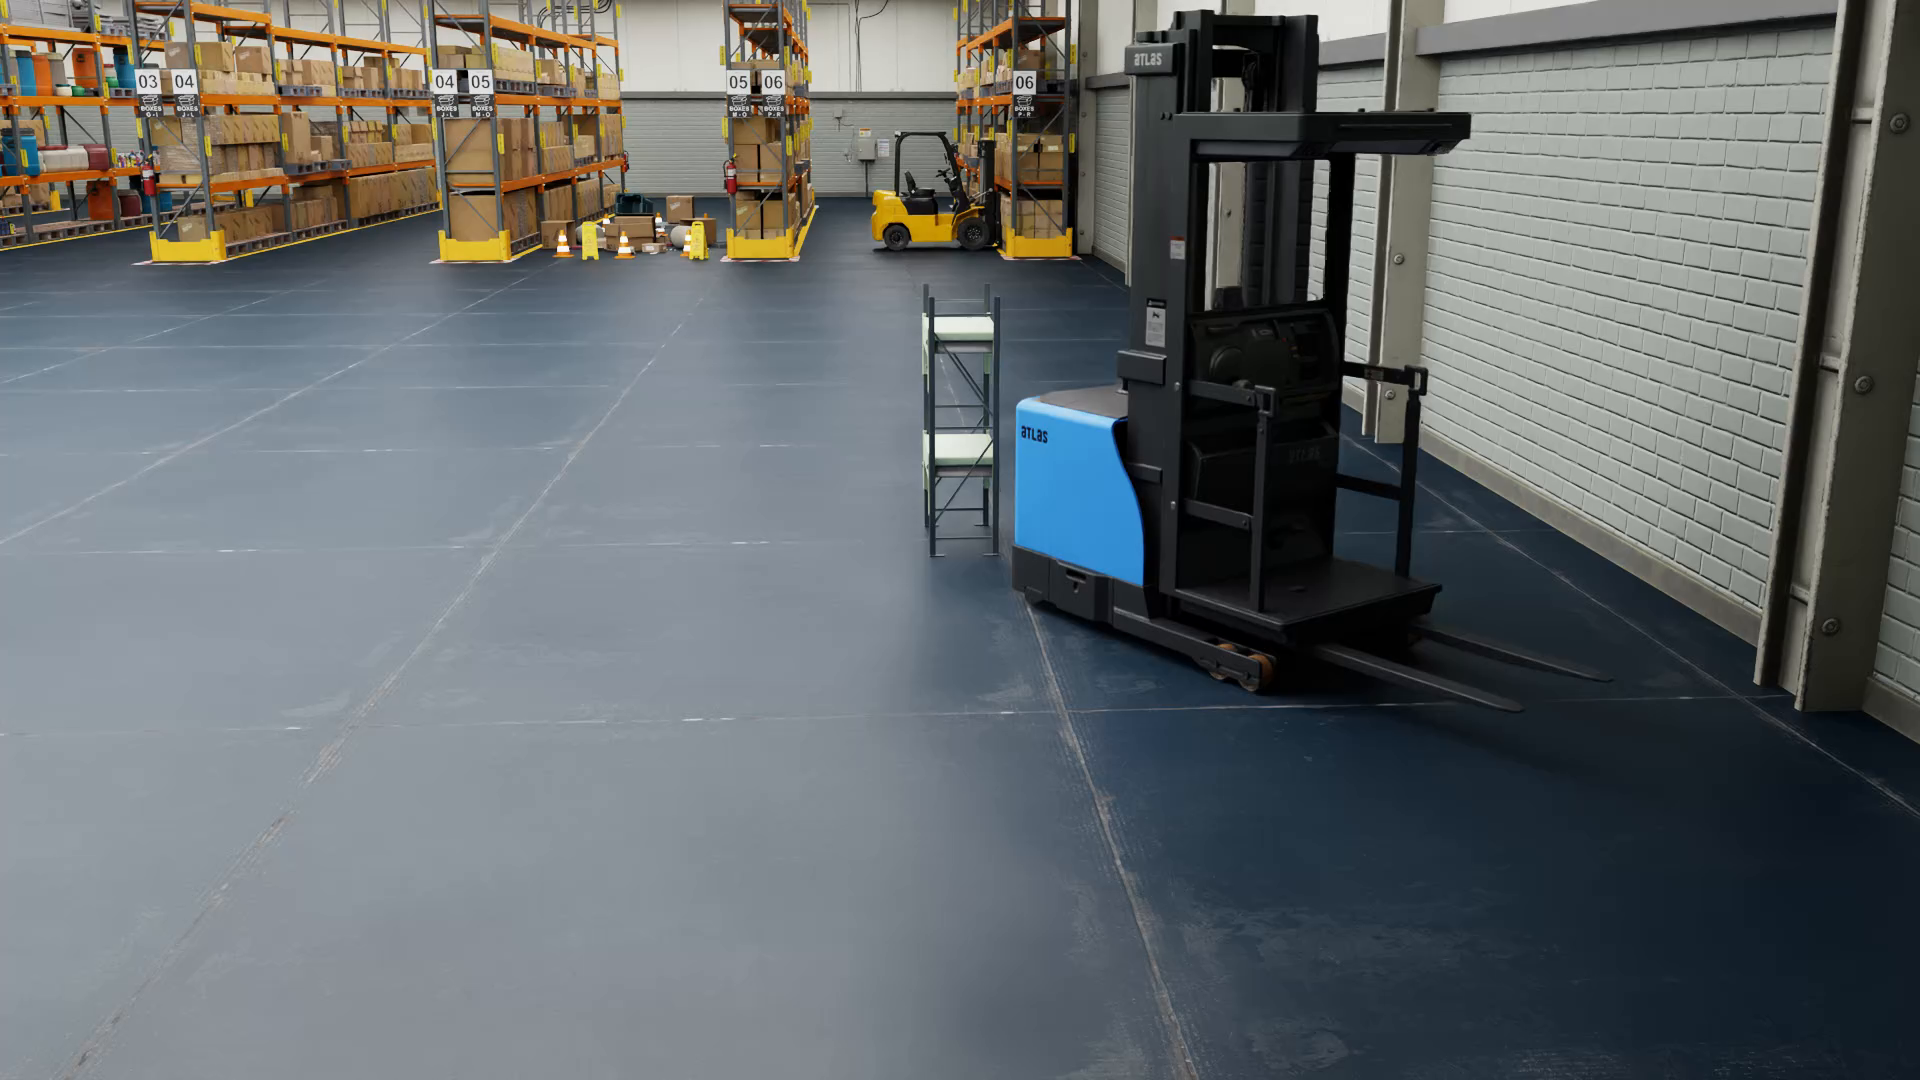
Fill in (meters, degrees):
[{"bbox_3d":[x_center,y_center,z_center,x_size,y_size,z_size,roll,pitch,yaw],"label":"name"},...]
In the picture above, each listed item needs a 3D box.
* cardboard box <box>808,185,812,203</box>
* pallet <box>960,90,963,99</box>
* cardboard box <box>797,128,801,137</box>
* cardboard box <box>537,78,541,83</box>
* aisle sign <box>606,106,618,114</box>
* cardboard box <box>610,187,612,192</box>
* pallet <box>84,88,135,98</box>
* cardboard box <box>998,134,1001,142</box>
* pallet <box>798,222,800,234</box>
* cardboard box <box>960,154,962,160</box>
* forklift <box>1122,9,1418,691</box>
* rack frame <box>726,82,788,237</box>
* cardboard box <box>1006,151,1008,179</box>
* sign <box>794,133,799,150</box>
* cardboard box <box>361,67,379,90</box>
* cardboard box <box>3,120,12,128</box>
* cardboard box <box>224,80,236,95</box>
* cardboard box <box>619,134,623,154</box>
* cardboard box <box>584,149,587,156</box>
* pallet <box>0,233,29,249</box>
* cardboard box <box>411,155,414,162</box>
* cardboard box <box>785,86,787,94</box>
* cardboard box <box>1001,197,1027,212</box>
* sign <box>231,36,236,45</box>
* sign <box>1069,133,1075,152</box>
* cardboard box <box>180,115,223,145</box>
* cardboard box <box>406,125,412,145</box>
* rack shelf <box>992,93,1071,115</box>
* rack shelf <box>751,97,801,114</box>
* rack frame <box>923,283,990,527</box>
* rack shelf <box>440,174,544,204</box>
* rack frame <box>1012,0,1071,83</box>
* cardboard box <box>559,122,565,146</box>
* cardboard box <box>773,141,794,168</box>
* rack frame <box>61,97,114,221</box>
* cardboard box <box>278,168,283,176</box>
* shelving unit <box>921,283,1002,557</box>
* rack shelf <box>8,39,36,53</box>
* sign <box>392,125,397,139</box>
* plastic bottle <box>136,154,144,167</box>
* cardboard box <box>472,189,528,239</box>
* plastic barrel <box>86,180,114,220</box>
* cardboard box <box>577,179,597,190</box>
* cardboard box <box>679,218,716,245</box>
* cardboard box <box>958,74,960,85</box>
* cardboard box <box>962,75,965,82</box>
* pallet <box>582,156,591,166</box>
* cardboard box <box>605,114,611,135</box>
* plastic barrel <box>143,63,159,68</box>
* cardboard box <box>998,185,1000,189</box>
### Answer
[{"bbox_3d":[-4.323,-9.022,43.370,0.875,0.438,0.875,0,14,-2],"label":"cardboard box"},{"bbox_3d":[0.644,-10.730,40.069,1.213,0.211,1.003,-1,14,-3],"label":"pallet"},{"bbox_3d":[-3.684,-8.618,35.863,0.500,0.500,0.500,-1,14,-4],"label":"cardboard box"},{"bbox_3d":[-8.536,-9.208,33.235,0.250,0.149,0.380,-1,14,-3],"label":"cardboard box"},{"bbox_3d":[-9.168,-11.630,43.989,0.394,0.787,0.004,-1,14,-3],"label":"aisle sign"},{"bbox_3d":[-9.101,-8.942,42.444,0.380,0.149,0.250,-1,14,-3],"label":"cardboard box"},{"bbox_3d":[-18.817,-9.783,36.389,1.003,0.211,1.213,-1,14,-3],"label":"pallet"},{"bbox_3d":[0.937,-7.773,32.117,0.380,0.149,0.250,-1,14,-2],"label":"cardboard box"},{"bbox_3d":[-3.913,-6.612,35.302,1.003,0.211,1.213,-1,14,-3],"label":"pallet"},{"bbox_3d":[0.202,-9.998,43.369,0.380,0.149,0.250,-1,14,-5],"label":"cardboard box"},{"bbox_3d":[1.547,-0.882,7.571,1.121,2.935,3.031,-10,18,-35],"label":"forklift"},{"bbox_3d":[-3.537,-6.470,29.153,1.000,3.000,0.127,-1,14,-3],"label":"rack frame"},{"bbox_3d":[1.101,-6.844,30.404,0.500,0.500,0.500,0,14,-2],"label":"cardboard box"},{"bbox_3d":[-3.244,-7.894,32.952,0.100,0.325,0.005,-1,14,-3],"label":"sign"},{"bbox_3d":[-14.126,-10.862,39.159,0.700,0.500,0.500,-1,14,-2],"label":"cardboard box"},{"bbox_3d":[-23.904,-10.188,41.397,0.500,0.500,0.500,0,14,-2],"label":"cardboard box"},{"bbox_3d":[-13.265,-8.072,29.662,0.500,0.250,0.500,-1,14,-4],"label":"cardboard box"},{"bbox_3d":[-9.178,-10.432,43.756,0.500,0.500,0.500,-1,14,-2],"label":"cardboard box"},{"bbox_3d":[-8.909,-9.015,38.706,0.380,0.149,0.250,0,14,-1],"label":"cardboard box"},{"bbox_3d":[-18.619,-5.717,31.824,1.003,0.211,1.213,-1,14,-3],"label":"pallet"},{"bbox_3d":[-13.939,-9.581,41.748,0.380,0.149,0.250,-1,14,-3],"label":"cardboard box"},{"bbox_3d":[-3.234,-7.889,29.151,0.380,0.149,0.250,-1,14,-3],"label":"cardboard box"},{"bbox_3d":[0.998,-6.266,31.027,0.500,0.250,0.500,-1,14,-3],"label":"cardboard box"},{"bbox_3d":[-18.815,-12.982,43.068,0.100,0.325,0.005,-1,14,-3],"label":"sign"},{"bbox_3d":[1.971,-7.012,29.365,0.100,0.325,0.005,-1,14,-3],"label":"sign"},{"bbox_3d":[-13.190,-7.135,28.933,0.500,0.500,0.500,-1,14,-3],"label":"cardboard box"},{"bbox_3d":[-14.006,-10.111,41.504,0.500,0.500,0.500,-1,14,-5],"label":"cardboard box"},{"bbox_3d":[1.293,-8.149,31.104,1.077,0.370,4.000,-1,14,-3],"label":"rack shelf"},{"bbox_3d":[-3.909,-9.067,34.669,1.077,0.370,4.000,-1,14,-3],"label":"rack shelf"},{"bbox_3d":[-0.022,-0.816,10.187,0.400,1.500,0.023,-1,14,-3],"label":"rack frame"},{"bbox_3d":[-8.595,-6.518,30.782,1.077,0.370,4.000,-1,14,-3],"label":"rack shelf"},{"bbox_3d":[1.417,-9.453,28.707,1.000,3.000,0.127,-1,14,-3],"label":"rack frame"},{"bbox_3d":[-8.949,-8.779,35.920,0.700,0.500,0.500,-1,14,-4],"label":"cardboard box"},{"bbox_3d":[-3.471,-7.423,32.058,0.500,0.500,0.500,0,14,-2],"label":"cardboard box"},{"bbox_3d":[-18.864,-8.230,35.995,0.949,2.616,0.053,-1,14,-3],"label":"rack frame"},{"bbox_3d":[-13.369,-7.141,32.266,0.380,0.149,0.250,-1,14,-3],"label":"cardboard box"},{"bbox_3d":[0.000,-0.725,9.833,0.431,1.500,0.755,-1,14,-3],"label":"shelving unit"},{"bbox_3d":[-24.183,-12.202,40.843,1.077,0.370,4.000,-1,14,-3],"label":"rack shelf"},{"bbox_3d":[-13.631,-9.835,40.065,0.100,0.325,0.005,-1,14,-3],"label":"sign"},{"bbox_3d":[-18.657,-8.628,37.788,0.152,0.276,0.135,-1,14,-3],"label":"plastic bottle"},{"bbox_3d":[-8.691,-6.156,31.354,0.875,0.875,0.875,-1,14,-3],"label":"cardboard box"},{"bbox_3d":[-18.915,-7.504,36.684,0.600,0.830,0.708,-1,14,-3],"label":"plastic barrel"},{"bbox_3d":[-8.898,-8.400,39.321,0.500,0.250,0.500,0,14,-1],"label":"cardboard box"},{"bbox_3d":[-5.077,-5.968,32.214,0.500,0.500,0.500,10,18,35],"label":"cardboard box"},{"bbox_3d":[0.215,-12.052,43.529,0.500,0.250,0.500,-1,14,-4],"label":"cardboard box"},{"bbox_3d":[0.254,-11.178,40.295,0.380,0.149,0.250,0,14,-2],"label":"cardboard box"},{"bbox_3d":[-9.131,-8.757,38.426,1.003,0.211,1.213,-1,14,-3],"label":"pallet"},{"bbox_3d":[-9.047,-10.400,41.624,0.507,0.500,0.507,-1,14,-3],"label":"cardboard box"},{"bbox_3d":[-18.856,-10.748,38.541,0.600,0.588,0.600,0,14,0],"label":"plastic barrel"},{"bbox_3d":[1.066,-8.300,39.135,0.380,0.149,0.250,-1,14,-3],"label":"cardboard box"}]
